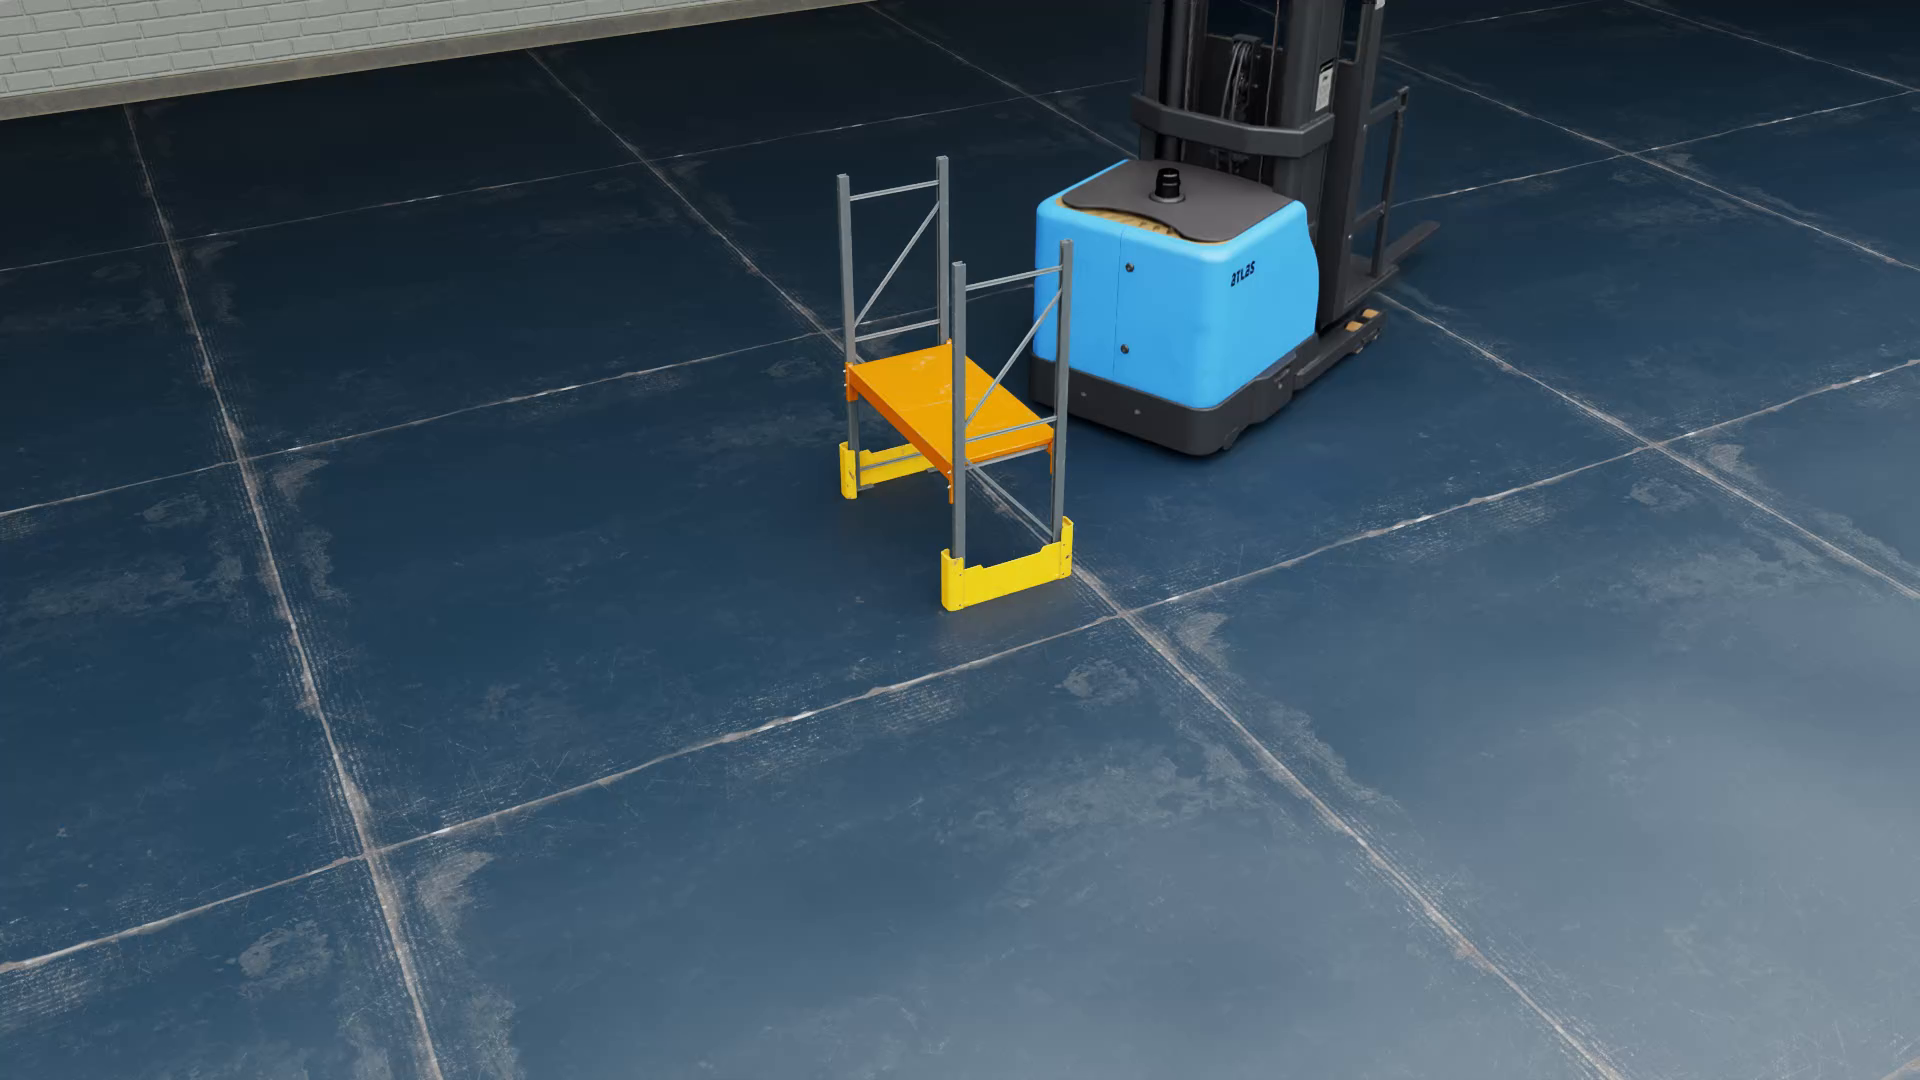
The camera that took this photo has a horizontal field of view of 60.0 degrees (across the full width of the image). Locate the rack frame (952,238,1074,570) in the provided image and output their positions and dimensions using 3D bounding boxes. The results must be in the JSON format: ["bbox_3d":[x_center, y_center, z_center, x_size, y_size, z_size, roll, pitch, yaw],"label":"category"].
[{"bbox_3d":[0.197,-0.430,6.530,0.500,1.500,0.032,-16,36,-23],"label":"rack frame"}]

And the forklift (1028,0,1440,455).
[{"bbox_3d":[1.631,-2.365,8.224,1.130,2.935,3.031,22,39,31],"label":"forklift"}]

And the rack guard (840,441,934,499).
[{"bbox_3d":[-0.268,-0.379,7.610,0.587,0.250,0.087,-16,36,-23],"label":"rack guard"}]

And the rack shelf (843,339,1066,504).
[{"bbox_3d":[-0.040,-0.521,7.006,0.538,0.185,1.000,-16,36,-23],"label":"rack shelf"}]

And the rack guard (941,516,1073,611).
[{"bbox_3d":[0.197,0.096,6.868,0.587,0.250,0.087,-16,36,-23],"label":"rack guard"}]

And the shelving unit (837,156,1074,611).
[{"bbox_3d":[-0.036,-0.668,6.902,0.587,1.500,1.083,-16,36,-23],"label":"shelving unit"}]

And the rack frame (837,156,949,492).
[{"bbox_3d":[-0.277,-0.915,7.288,0.500,1.500,0.032,-16,36,-23],"label":"rack frame"}]
